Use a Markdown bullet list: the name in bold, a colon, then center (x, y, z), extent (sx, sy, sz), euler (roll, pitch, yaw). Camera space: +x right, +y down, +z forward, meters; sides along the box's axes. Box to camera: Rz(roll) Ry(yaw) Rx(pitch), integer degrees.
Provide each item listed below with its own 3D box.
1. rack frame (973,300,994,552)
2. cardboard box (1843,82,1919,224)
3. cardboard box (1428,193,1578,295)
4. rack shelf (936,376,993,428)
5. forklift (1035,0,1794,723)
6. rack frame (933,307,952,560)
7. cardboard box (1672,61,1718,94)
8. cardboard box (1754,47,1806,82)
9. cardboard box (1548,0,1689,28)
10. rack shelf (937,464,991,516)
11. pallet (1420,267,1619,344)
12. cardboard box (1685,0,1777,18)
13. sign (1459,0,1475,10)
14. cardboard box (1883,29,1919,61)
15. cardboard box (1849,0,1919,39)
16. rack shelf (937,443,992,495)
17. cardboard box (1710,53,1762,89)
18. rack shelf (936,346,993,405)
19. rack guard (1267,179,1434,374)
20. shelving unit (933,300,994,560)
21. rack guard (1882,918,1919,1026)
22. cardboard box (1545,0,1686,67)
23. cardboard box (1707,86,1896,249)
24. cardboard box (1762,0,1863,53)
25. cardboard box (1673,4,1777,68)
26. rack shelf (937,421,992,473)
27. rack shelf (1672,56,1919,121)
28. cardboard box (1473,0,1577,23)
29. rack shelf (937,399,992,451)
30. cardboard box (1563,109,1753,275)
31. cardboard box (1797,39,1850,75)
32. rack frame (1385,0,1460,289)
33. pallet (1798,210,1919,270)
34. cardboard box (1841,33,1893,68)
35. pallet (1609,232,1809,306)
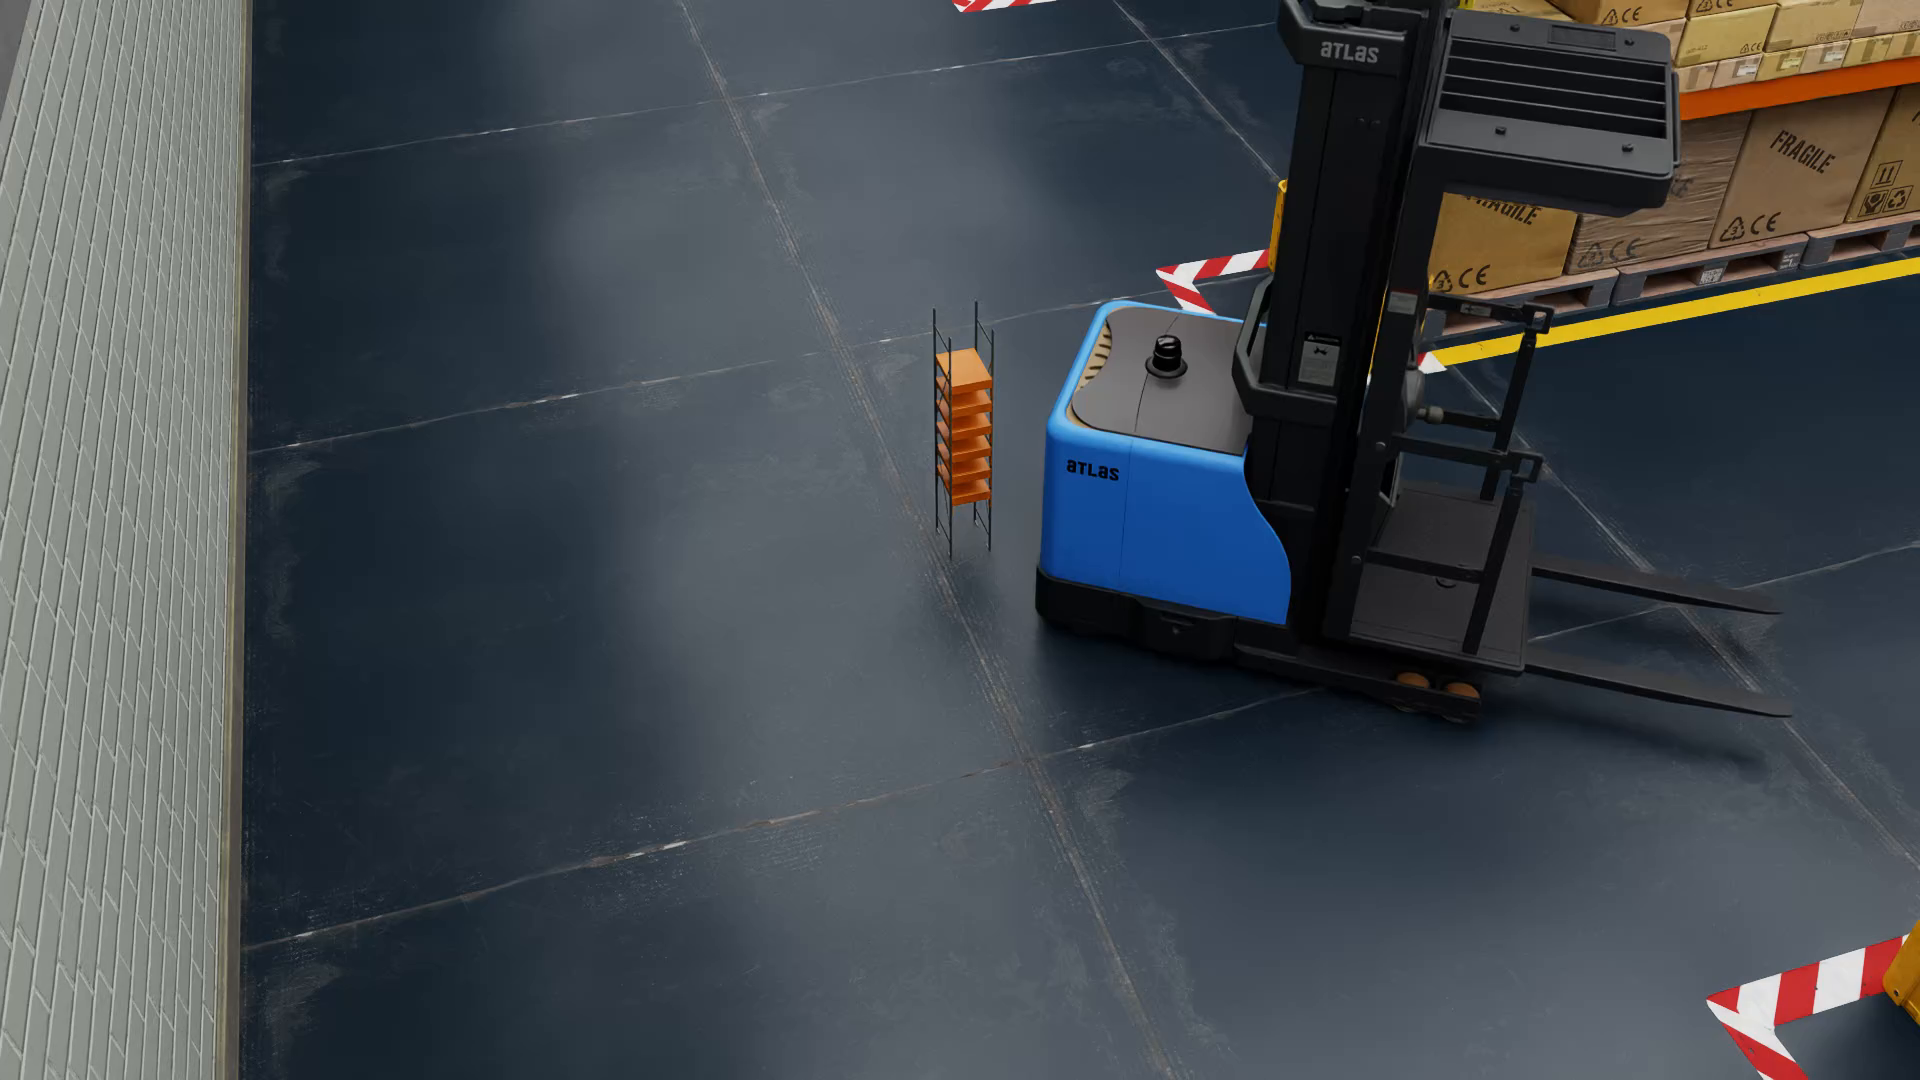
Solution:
- **rack frame**: center (0.101, -0.473, 7.229), extent (0.006, 1.200, 0.240), euler (-12, 42, -13)
- **cardboard box**: center (5.242, -2.451, 9.421), extent (0.875, 0.875, 0.875), euler (-12, 42, -13)
- **cardboard box**: center (2.666, -1.917, 8.810), extent (0.875, 0.875, 0.875), euler (-12, 42, -13)
- **rack shelf**: center (0.014, -0.602, 7.079), extent (0.180, 0.103, 0.258), euler (-12, 42, -13)
- **forklift**: center (1.899, -0.756, 6.237), extent (3.031, 2.935, 1.130), euler (12, 42, 13)
- **rack frame**: center (-0.073, -0.437, 7.187), extent (0.006, 1.200, 0.240), euler (-12, 42, -13)
- **cardboard box**: center (3.497, -2.355, 8.206), extent (0.250, 0.149, 0.380), euler (-12, 43, -14)
- **cardboard box**: center (3.984, -2.456, 8.322), extent (0.250, 0.149, 0.380), euler (-13, 43, -14)
- **cardboard box**: center (3.096, -2.745, 7.779), extent (0.500, 0.500, 0.500), euler (-13, 43, -14)
- **rack shelf**: center (0.014, -0.241, 7.395), extent (0.180, 0.103, 0.258), euler (-12, 42, -13)
- **pallet**: center (2.819, -1.539, 9.201), extent (1.213, 0.211, 1.003), euler (-12, 42, -13)
- **cardboard box**: center (3.588, -2.851, 7.901), extent (0.500, 0.500, 0.500), euler (-13, 43, -14)
- **sign**: center (2.241, -2.389, 7.336), extent (0.005, 0.325, 0.100), euler (-12, 42, -13)
- **cardboard box**: center (4.721, -2.609, 8.497), extent (0.250, 0.149, 0.380), euler (-11, 42, -12)
- **cardboard box**: center (4.573, -2.772, 8.380), extent (0.500, 0.250, 0.500), euler (-11, 42, -12)
- **rack shelf**: center (0.014, -0.331, 7.316), extent (0.180, 0.103, 0.258), euler (-12, 42, -13)
- **cardboard box**: center (3.743, -2.407, 8.265), extent (0.250, 0.149, 0.380), euler (-12, 43, -14)
- **rack shelf**: center (0.014, -0.692, 7.000), extent (0.180, 0.103, 0.258), euler (-12, 42, -13)
- **rack guard**: center (2.057, -1.436, 8.864), extent (0.348, 0.500, 1.175), euler (-12, 42, -13)
- **shelving unit**: center (0.014, -0.455, 7.208), extent (0.189, 1.200, 0.258), euler (-12, 42, -13)
- **rack guard**: center (3.549, 1.680, 5.297), extent (0.348, 0.500, 1.175), euler (-12, 42, -13)
- **cardboard box**: center (3.113, -2.470, 8.035), extent (0.500, 0.250, 0.500), euler (-12, 43, -14)
- **cardboard box**: center (4.383, -2.273, 9.217), extent (0.875, 0.875, 0.875), euler (-12, 42, -13)
- **cardboard box**: center (4.089, -2.674, 8.268), extent (0.500, 0.250, 0.500), euler (-12, 43, -14)
- **cardboard box**: center (3.593, -2.567, 8.146), extent (0.500, 0.250, 0.500), euler (-13, 43, -14)
- **rack shelf**: center (0.014, -0.421, 7.237), extent (0.180, 0.103, 0.258), euler (-12, 42, -13)
- **rack shelf**: center (3.988, -2.507, 8.736), extent (4.000, 0.370, 1.077), euler (-12, 42, -13)
- **cardboard box**: center (2.619, -2.363, 7.913), extent (0.500, 0.250, 0.500), euler (-13, 43, -14)
- **rack shelf**: center (0.014, -0.512, 7.158), extent (0.180, 0.103, 0.258), euler (-12, 42, -13)
- **cardboard box**: center (3.534, -2.097, 9.016), extent (0.875, 0.875, 0.875), euler (-12, 42, -13)
- **cardboard box**: center (4.234, -2.509, 8.382), extent (0.250, 0.149, 0.380), euler (-11, 42, -12)
- **rack frame**: center (2.080, -2.382, 8.047), extent (0.127, 3.000, 1.000), euler (-12, 42, -13)
- **pallet**: center (5.146, -2.022, 9.753), extent (1.213, 0.211, 1.003), euler (-12, 42, -13)
- **cardboard box**: center (4.477, -2.558, 8.439), extent (0.250, 0.149, 0.380), euler (-12, 43, -14)
- **pallet**: center (3.981, -1.778, 9.474), extent (1.213, 0.211, 1.003), euler (-12, 42, -13)
